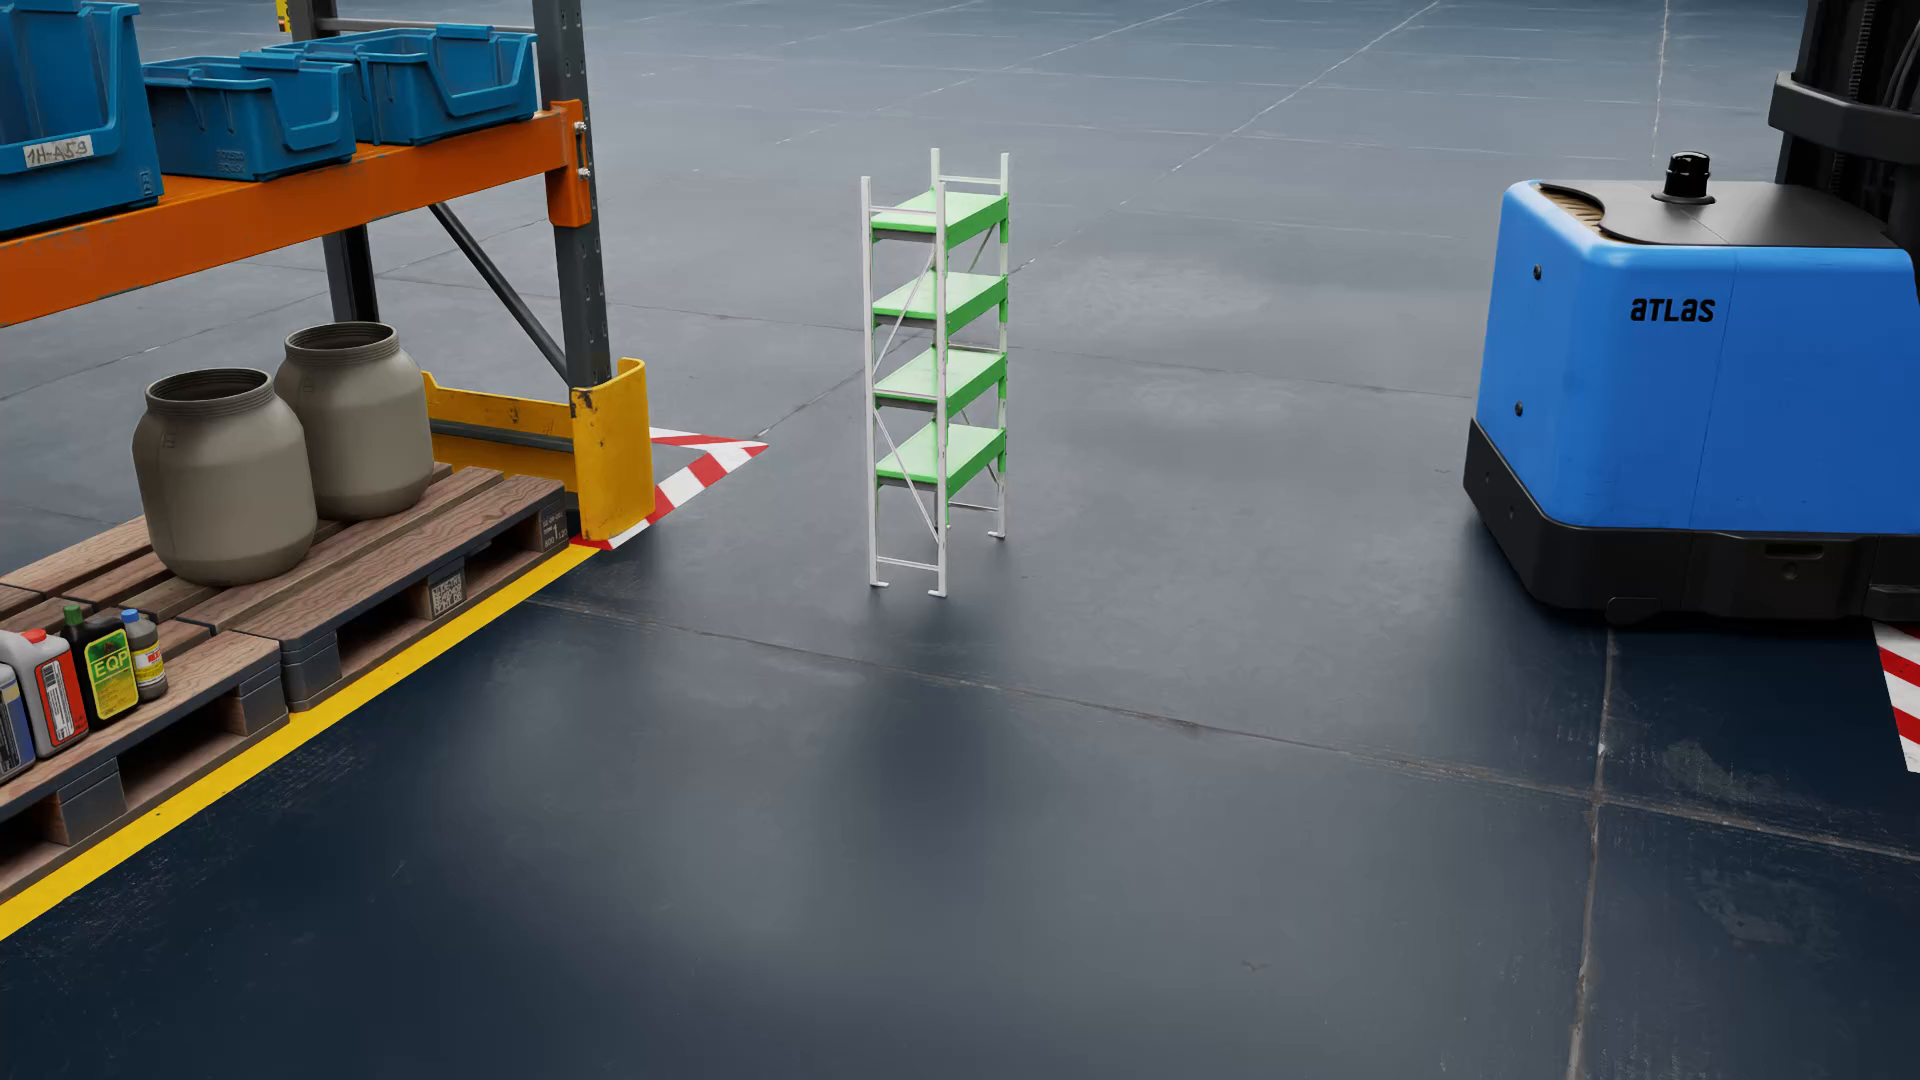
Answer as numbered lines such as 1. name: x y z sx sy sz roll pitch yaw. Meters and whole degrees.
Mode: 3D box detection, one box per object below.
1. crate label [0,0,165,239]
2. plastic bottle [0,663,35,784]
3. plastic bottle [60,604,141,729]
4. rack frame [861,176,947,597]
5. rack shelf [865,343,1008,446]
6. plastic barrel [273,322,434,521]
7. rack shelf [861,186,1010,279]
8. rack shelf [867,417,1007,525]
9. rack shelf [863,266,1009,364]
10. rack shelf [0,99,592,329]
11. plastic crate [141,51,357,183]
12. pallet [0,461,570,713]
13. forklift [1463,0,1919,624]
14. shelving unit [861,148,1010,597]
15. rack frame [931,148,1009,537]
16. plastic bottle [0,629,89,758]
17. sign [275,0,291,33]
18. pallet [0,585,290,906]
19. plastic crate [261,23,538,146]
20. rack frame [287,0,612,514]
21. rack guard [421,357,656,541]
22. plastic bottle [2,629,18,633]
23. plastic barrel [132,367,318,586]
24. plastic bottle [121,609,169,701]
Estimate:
1. crate label: -2.039 -0.871 3.397 0.502 0.435 0.616 9 24 20
2. plastic bottle: -2.053 0.358 3.465 0.152 0.276 0.135 8 24 19
3. plastic bottle: -1.909 0.263 3.683 0.061 0.283 0.133 9 24 21
4. rack frame: -0.152 -0.407 4.668 0.240 1.200 0.015 9 24 20
5. rack shelf: -0.062 -0.435 4.902 0.258 0.148 0.480 9 24 20
6. plastic barrel: -1.780 -0.351 4.882 0.421 0.512 0.421 0 23 0
7. rack shelf: -0.062 -0.878 4.717 0.258 0.148 0.480 9 24 20
8. rack shelf: -0.061 -0.214 4.994 0.258 0.148 0.480 9 24 20
9. rack shelf: -0.062 -0.657 4.809 0.258 0.148 0.480 9 24 20
10. rack shelf: -2.350 -0.504 3.499 1.077 0.370 4.000 9 24 20
11. plastic crate: -1.762 -1.030 4.017 0.499 0.251 0.408 9 24 20
12. pallet: -1.898 0.059 4.836 1.003 0.211 1.213 9 24 20
13. forklift: 3.147 -1.265 4.476 3.031 2.935 1.130 1 23 3
14. shelving unit: -0.062 -0.494 4.877 0.258 1.200 0.503 9 24 20
15. rack frame: 0.029 -0.582 5.086 0.240 1.200 0.015 9 24 20
16. plastic bottle: -2.001 0.308 3.584 0.152 0.276 0.135 9 24 20
17. sign: -2.116 -1.760 5.213 0.100 0.325 0.005 9 24 20
18. pallet: -2.353 0.494 3.794 1.003 0.211 1.213 9 24 20
19. plastic crate: -1.515 -1.261 4.571 0.499 0.251 0.616 9 24 20
20. rack frame: -1.607 -1.552 5.074 1.000 3.000 0.127 9 24 20
21. rack guard: -1.591 -0.365 5.474 1.175 0.500 0.348 9 24 20
22. plastic bottle: -2.100 0.290 3.618 0.061 0.283 0.133 9 24 20
23. plastic barrel: -1.967 -0.172 4.453 0.421 0.512 0.421 0 23 0
24. plastic bottle: -1.882 0.256 3.805 0.097 0.201 0.097 0 23 0
